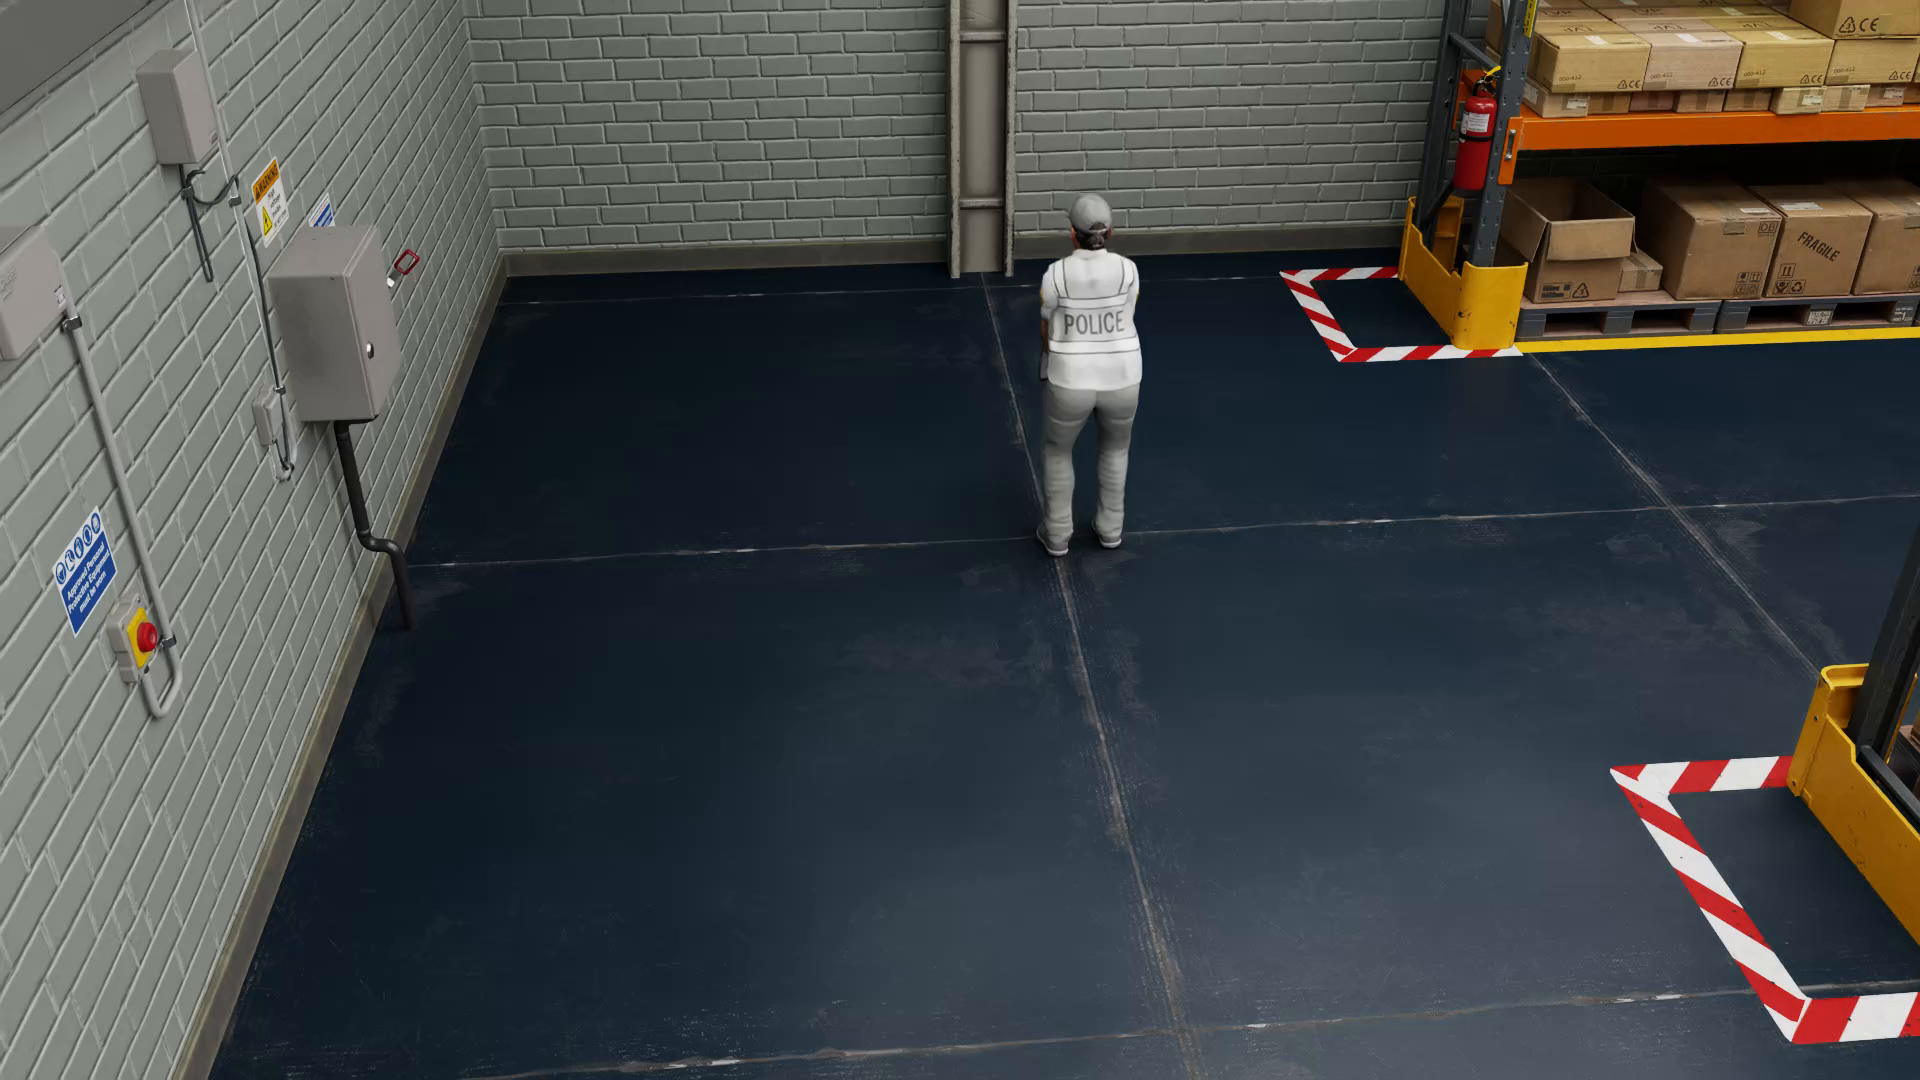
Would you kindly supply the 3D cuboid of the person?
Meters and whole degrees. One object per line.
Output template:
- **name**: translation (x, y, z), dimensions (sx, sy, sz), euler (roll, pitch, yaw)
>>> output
- **person**: translation (0.556, -0.719, 7.331), dimensions (0.452, 1.657, 0.563), euler (-3, 31, -5)
